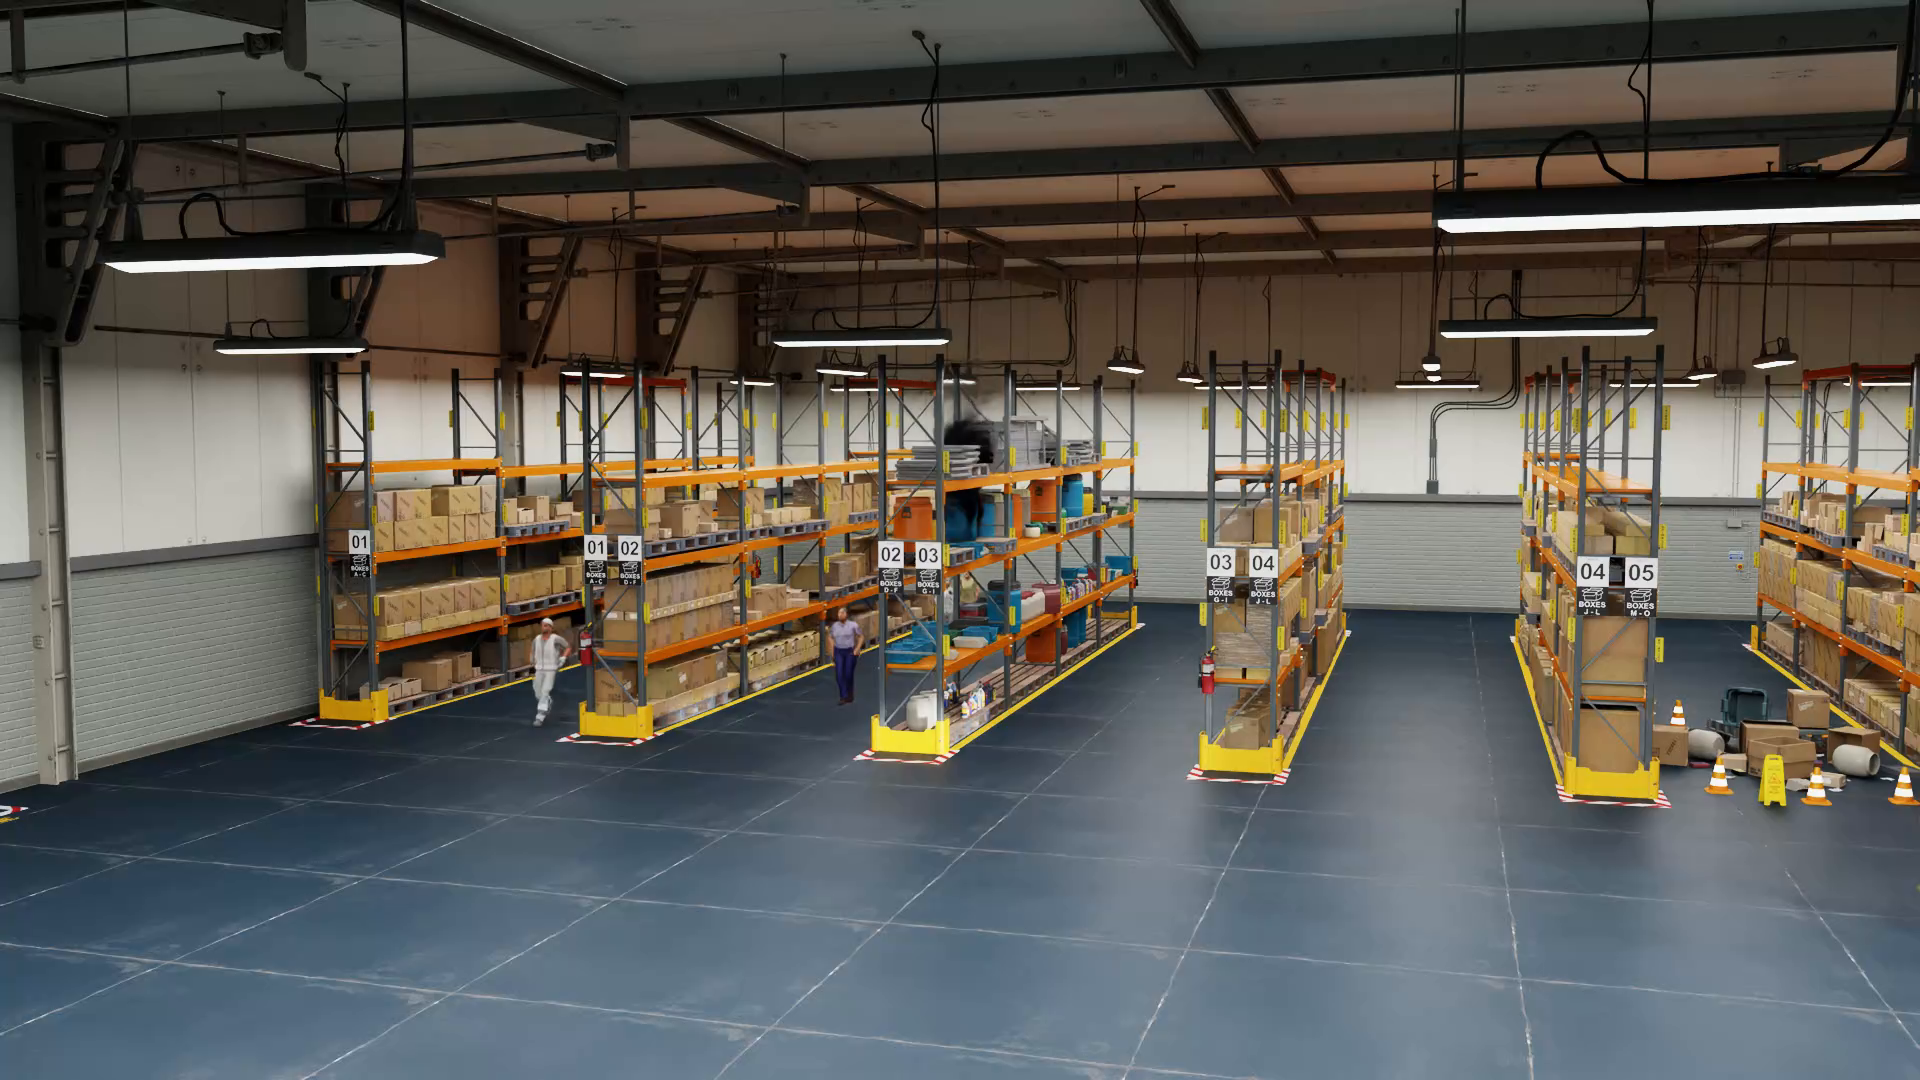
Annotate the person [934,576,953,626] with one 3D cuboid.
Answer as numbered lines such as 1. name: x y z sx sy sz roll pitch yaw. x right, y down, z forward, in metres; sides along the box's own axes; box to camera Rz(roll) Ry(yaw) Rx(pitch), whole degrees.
1. person: -0.300 1.604 35.862 0.591 1.730 0.661 1 4 8

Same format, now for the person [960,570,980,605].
1. person: 0.177 1.439 38.681 0.566 1.625 0.733 0 4 7

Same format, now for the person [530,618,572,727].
1. person: -6.854 2.169 27.483 0.674 1.730 0.950 1 4 14

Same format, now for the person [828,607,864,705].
1. person: -1.918 1.933 27.749 0.605 1.625 0.485 1 4 10
